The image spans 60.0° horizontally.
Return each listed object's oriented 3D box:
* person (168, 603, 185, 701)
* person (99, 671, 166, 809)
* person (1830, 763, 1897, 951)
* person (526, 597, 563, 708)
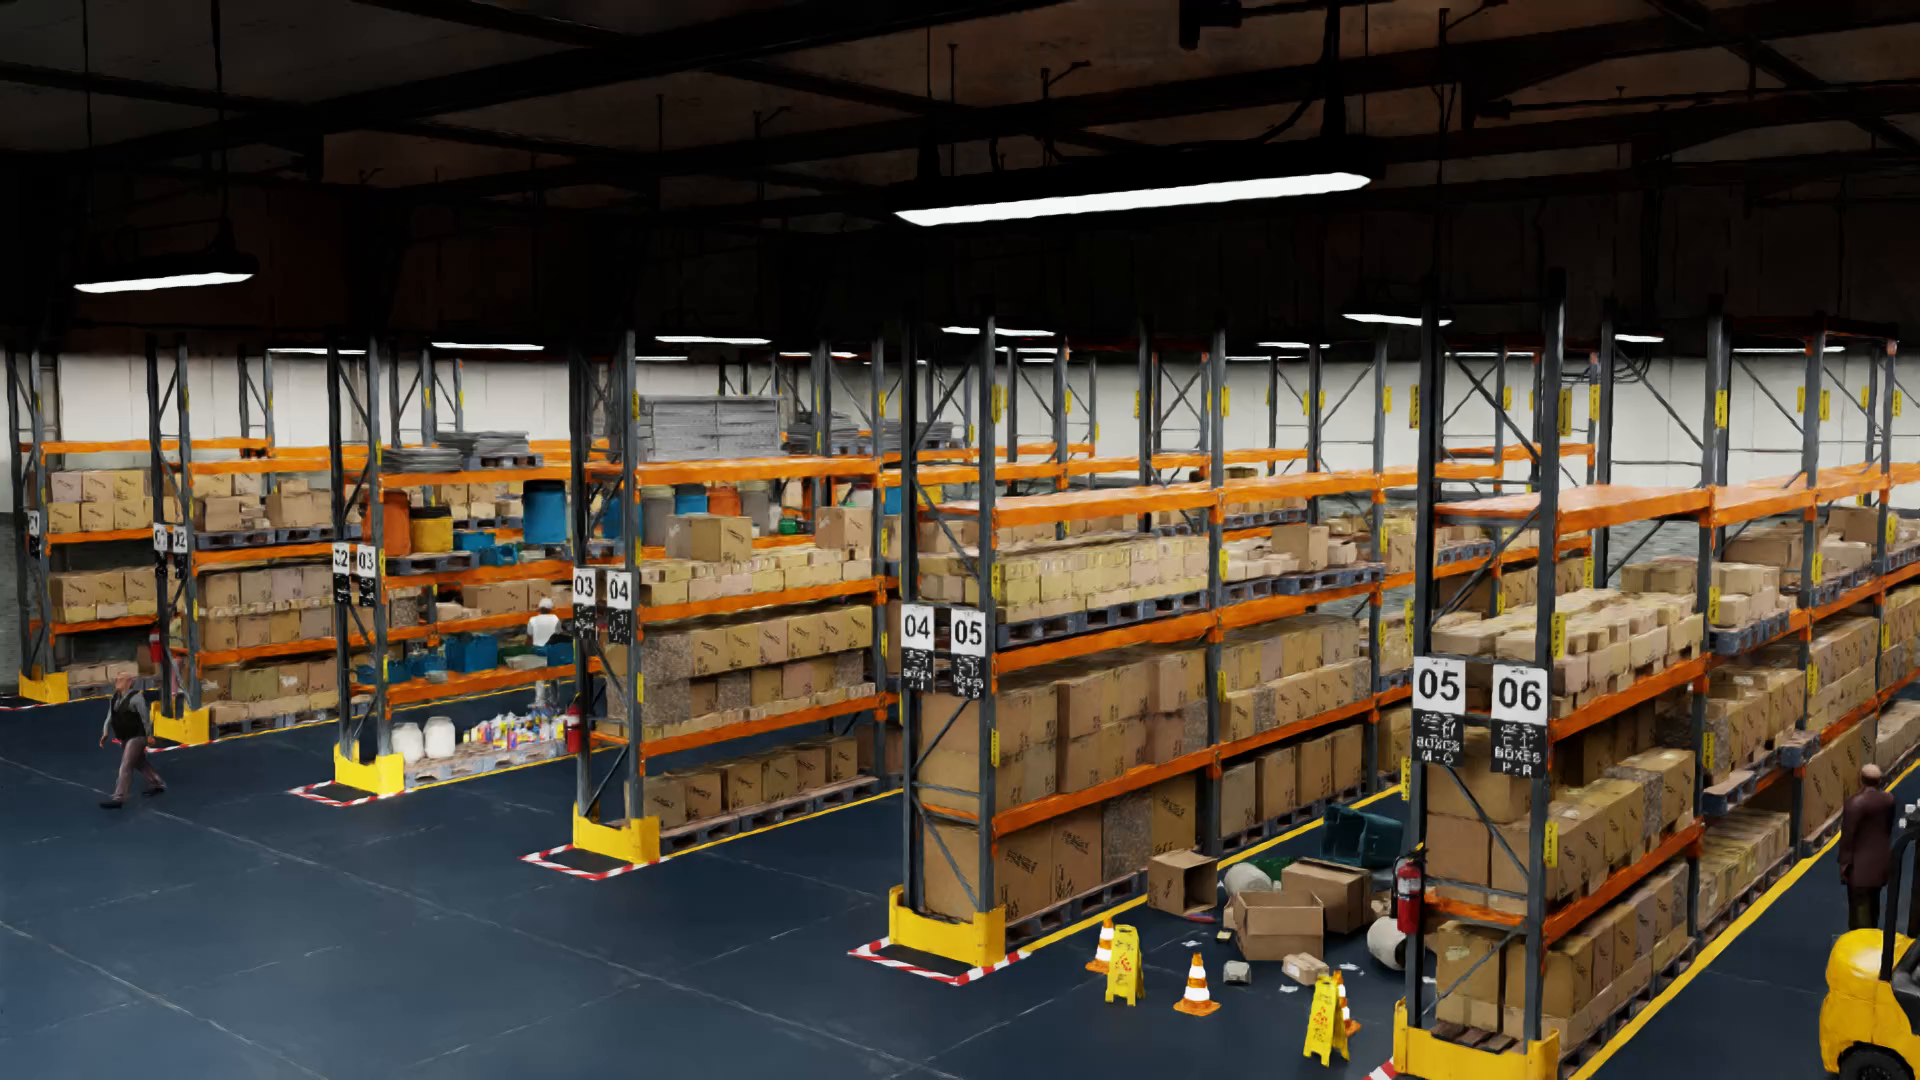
[{"bbox_3d":[-13.182,1.852,27.897,0.485,1.622,0.949,2,5,16],"label":"person"},{"bbox_3d":[-10.389,2.461,20.754,0.538,1.664,1.023,3,6,31],"label":"person"},{"bbox_3d":[8.188,2.901,15.142,0.631,1.781,0.556,-2,5,-20],"label":"person"},{"bbox_3d":[-6.748,1.818,27.173,0.662,1.783,0.577,-2,6,-21],"label":"person"}]
